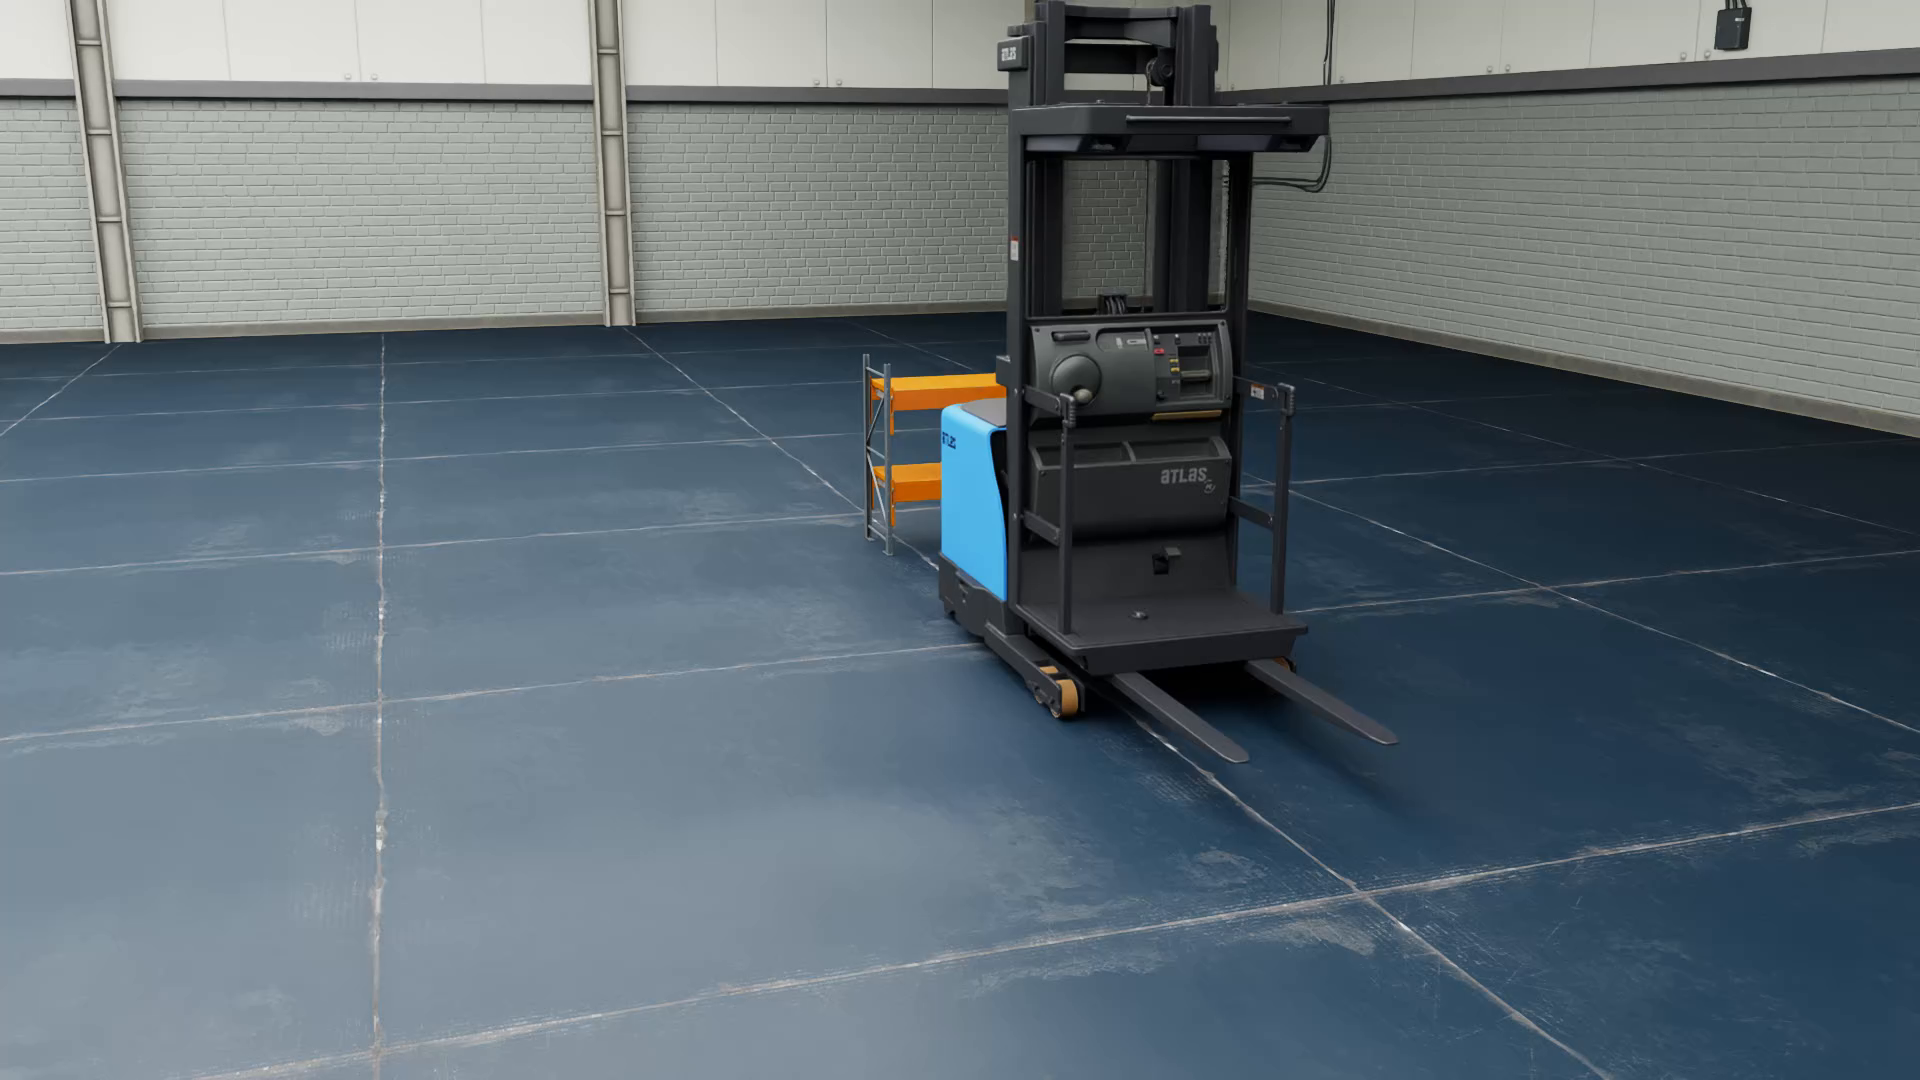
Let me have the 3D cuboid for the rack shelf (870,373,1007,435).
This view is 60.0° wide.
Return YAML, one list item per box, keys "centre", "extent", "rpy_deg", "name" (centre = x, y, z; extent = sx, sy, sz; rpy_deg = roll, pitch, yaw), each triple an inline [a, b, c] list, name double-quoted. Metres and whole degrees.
- centre: [-0.006, -0.831, 9.943]
  extent: [1.000, 0.278, 0.538]
  rpy_deg: [-4, 14, -18]
  name: "rack shelf"

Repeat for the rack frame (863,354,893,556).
- centre: [-0.488, -0.509, 9.853]
  extent: [0.032, 1.125, 0.500]
  rpy_deg: [-4, 14, -18]
  name: "rack frame"

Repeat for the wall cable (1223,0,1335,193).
- centre: [4.349, -6.116, 23.120]
  extent: [0.112, 2.526, 3.097]
  rpy_deg: [-4, 14, -18]
  name: "wall cable"

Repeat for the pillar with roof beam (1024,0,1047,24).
- centre: [2.508, -6.755, 19.096]
  extent: [0.400, 9.000, 9.100]
  rpy_deg: [-4, 14, -18]
  name: "pillar with roof beam"

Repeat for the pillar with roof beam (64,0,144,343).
- centre: [-8.865, -5.870, 15.373]
  extent: [0.400, 9.000, 9.100]
  rpy_deg: [-4, 14, -18]
  name: "pillar with roof beam"

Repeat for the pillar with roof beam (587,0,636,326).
- centre: [-3.178, -6.312, 17.235]
  extent: [0.400, 9.000, 9.100]
  rpy_deg: [-4, 14, -18]
  name: "pillar with roof beam"

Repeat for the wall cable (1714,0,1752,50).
- centre: [7.362, -7.198, 13.609]
  extent: [0.169, 6.003, 2.305]
  rpy_deg: [-4, 14, -18]
  name: "wall cable"

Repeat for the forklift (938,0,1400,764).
- centre: [0.826, -0.779, 7.085]
  extent: [1.130, 2.935, 3.031]
  rpy_deg: [-4, 14, -17]
  name: "forklift"

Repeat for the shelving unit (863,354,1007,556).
- centre: [-0.006, -0.547, 10.011]
  extent: [1.048, 1.125, 0.538]
  rpy_deg: [-4, 14, -18]
  name: "shelving unit"

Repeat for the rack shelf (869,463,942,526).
- centre: [-0.006, -0.309, 10.067]
  extent: [1.000, 0.278, 0.538]
  rpy_deg: [-4, 14, -18]
  name: "rack shelf"
